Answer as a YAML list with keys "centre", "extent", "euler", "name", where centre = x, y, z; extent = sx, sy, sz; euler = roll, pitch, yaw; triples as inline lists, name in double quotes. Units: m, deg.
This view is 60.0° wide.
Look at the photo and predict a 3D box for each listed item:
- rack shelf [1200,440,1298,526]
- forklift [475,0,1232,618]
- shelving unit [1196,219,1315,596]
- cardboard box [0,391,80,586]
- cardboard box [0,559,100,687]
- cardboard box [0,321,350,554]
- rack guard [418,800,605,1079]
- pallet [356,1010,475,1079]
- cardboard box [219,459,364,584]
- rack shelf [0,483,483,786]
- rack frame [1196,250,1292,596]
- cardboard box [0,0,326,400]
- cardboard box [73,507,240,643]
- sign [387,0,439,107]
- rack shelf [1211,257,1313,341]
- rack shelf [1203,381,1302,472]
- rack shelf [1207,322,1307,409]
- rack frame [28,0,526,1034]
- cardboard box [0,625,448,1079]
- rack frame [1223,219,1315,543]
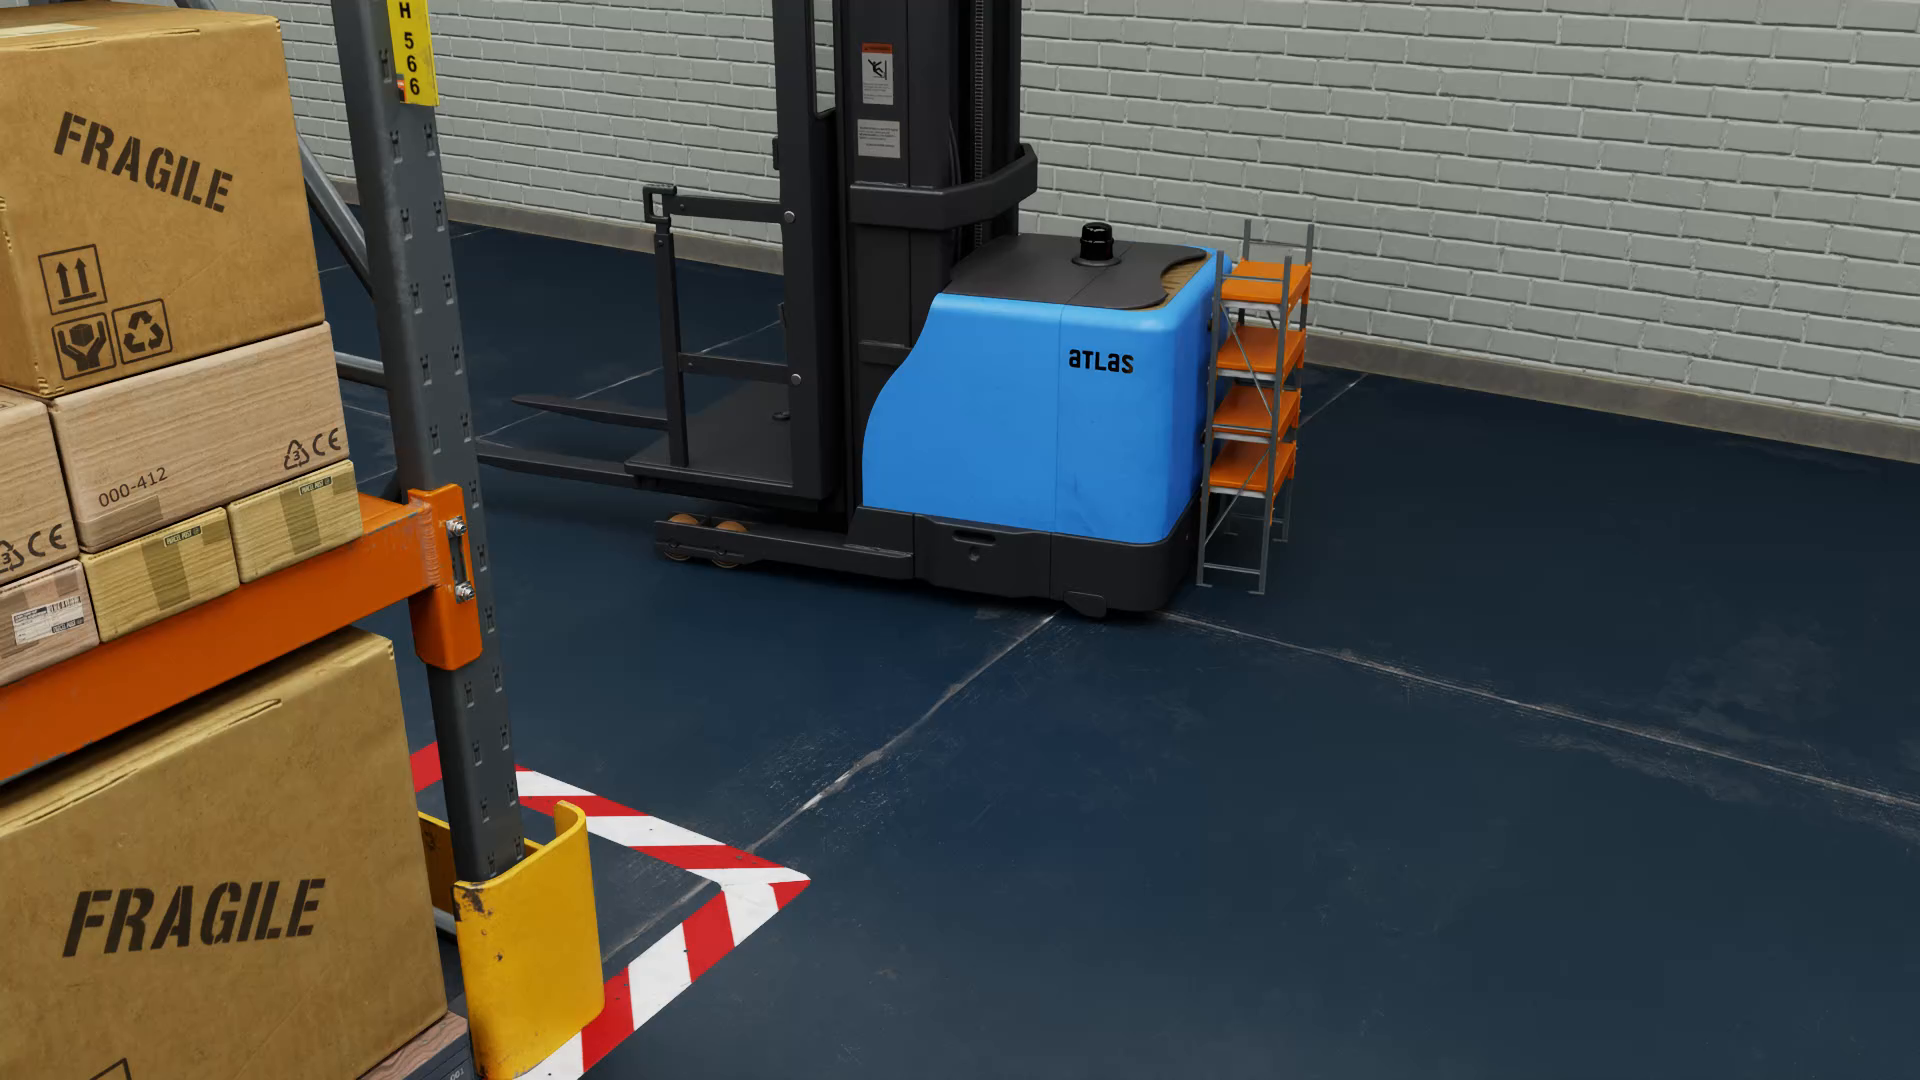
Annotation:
- centre: [1.031, -0.222, 5.921]
  extent: [0.258, 0.148, 0.480]
  euler: [8, 25, 18]
  name: "rack shelf"
- centre: [-0.586, -1.430, 5.864]
  extent: [3.031, 2.935, 1.130]
  euler: [8, 25, 18]
  name: "forklift"
- centre: [1.031, -0.466, 5.816]
  extent: [0.258, 1.200, 0.503]
  euler: [8, 25, 18]
  name: "shelving unit"
- centre: [-1.684, -0.055, 2.415]
  extent: [0.500, 0.250, 0.500]
  euler: [13, 27, 28]
  name: "cardboard box"
- centre: [-1.563, 0.100, 2.559]
  extent: [0.380, 0.149, 0.250]
  euler: [14, 27, 29]
  name: "cardboard box"
- centre: [-1.416, -0.226, 2.810]
  extent: [0.500, 0.250, 0.500]
  euler: [13, 27, 28]
  name: "cardboard box"
- centre: [-1.373, 0.762, 3.861]
  extent: [1.175, 0.500, 0.348]
  euler: [14, 27, 29]
  name: "rack guard"
- centre: [-1.741, 1.189, 3.239]
  extent: [1.003, 0.211, 1.213]
  euler: [14, 27, 29]
  name: "pallet"
- centre: [-1.294, -0.073, 2.959]
  extent: [0.380, 0.149, 0.250]
  euler: [14, 27, 30]
  name: "cardboard box"
- centre: [-2.441, 0.628, 1.930]
  extent: [1.077, 0.370, 4.000]
  euler: [14, 27, 29]
  name: "rack shelf"
- centre: [0.950, -0.374, 5.605]
  extent: [0.240, 1.200, 0.015]
  euler: [8, 25, 18]
  name: "rack frame"
- centre: [-1.419, -0.570, 2.661]
  extent: [0.500, 0.500, 0.500]
  euler: [14, 27, 30]
  name: "cardboard box"
- centre: [-1.429, 0.015, 2.755]
  extent: [0.380, 0.149, 0.250]
  euler: [14, 27, 29]
  name: "cardboard box"
- centre: [-0.932, -0.899, 2.795]
  extent: [0.100, 0.325, 0.005]
  euler: [14, 27, 29]
  name: "sign"
- centre: [1.031, -0.826, 5.660]
  extent: [0.258, 0.148, 0.480]
  euler: [8, 25, 18]
  name: "rack shelf"
- centre: [1.031, -0.404, 5.842]
  extent: [0.258, 0.148, 0.480]
  euler: [8, 25, 18]
  name: "rack shelf"
- centre: [1.031, -0.609, 5.754]
  extent: [0.258, 0.148, 0.480]
  euler: [8, 25, 18]
  name: "rack shelf"
- centre: [-1.386, -0.377, 3.346]
  extent: [1.000, 3.000, 0.127]
  euler: [14, 27, 29]
  name: "rack frame"
- centre: [-1.655, 0.638, 3.147]
  extent: [0.875, 0.875, 0.875]
  euler: [14, 27, 29]
  name: "cardboard box"
- centre: [1.112, -0.557, 6.027]
  extent: [0.240, 1.200, 0.015]
  euler: [8, 25, 18]
  name: "rack frame"
